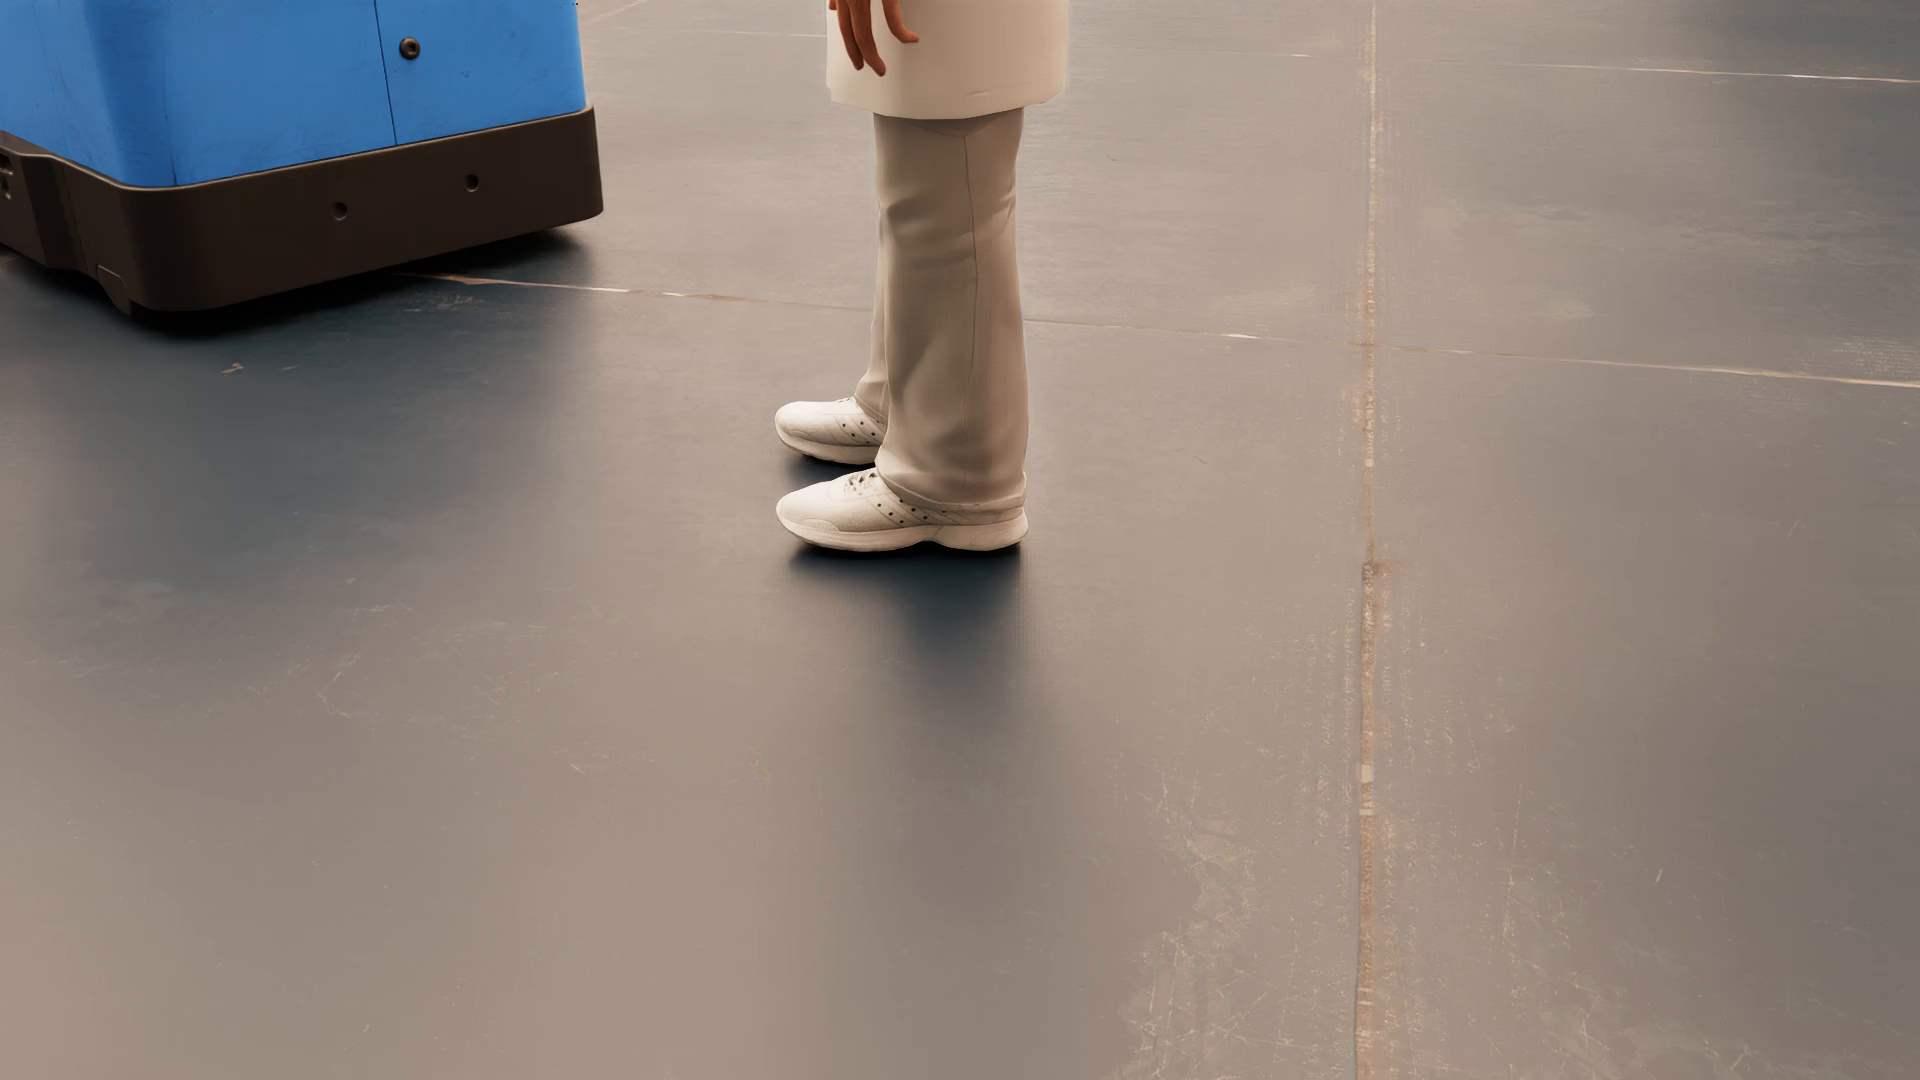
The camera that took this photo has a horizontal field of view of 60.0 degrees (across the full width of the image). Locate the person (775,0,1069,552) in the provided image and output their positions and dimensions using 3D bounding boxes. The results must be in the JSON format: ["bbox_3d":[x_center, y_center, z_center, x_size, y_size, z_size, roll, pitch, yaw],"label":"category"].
[{"bbox_3d":[-0.087,-0.811,2.118,0.581,1.776,0.696,6,27,11],"label":"person"}]

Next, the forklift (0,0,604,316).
[{"bbox_3d":[-2.234,-2.308,3.821,3.031,2.935,1.130,24,35,38],"label":"forklift"}]
